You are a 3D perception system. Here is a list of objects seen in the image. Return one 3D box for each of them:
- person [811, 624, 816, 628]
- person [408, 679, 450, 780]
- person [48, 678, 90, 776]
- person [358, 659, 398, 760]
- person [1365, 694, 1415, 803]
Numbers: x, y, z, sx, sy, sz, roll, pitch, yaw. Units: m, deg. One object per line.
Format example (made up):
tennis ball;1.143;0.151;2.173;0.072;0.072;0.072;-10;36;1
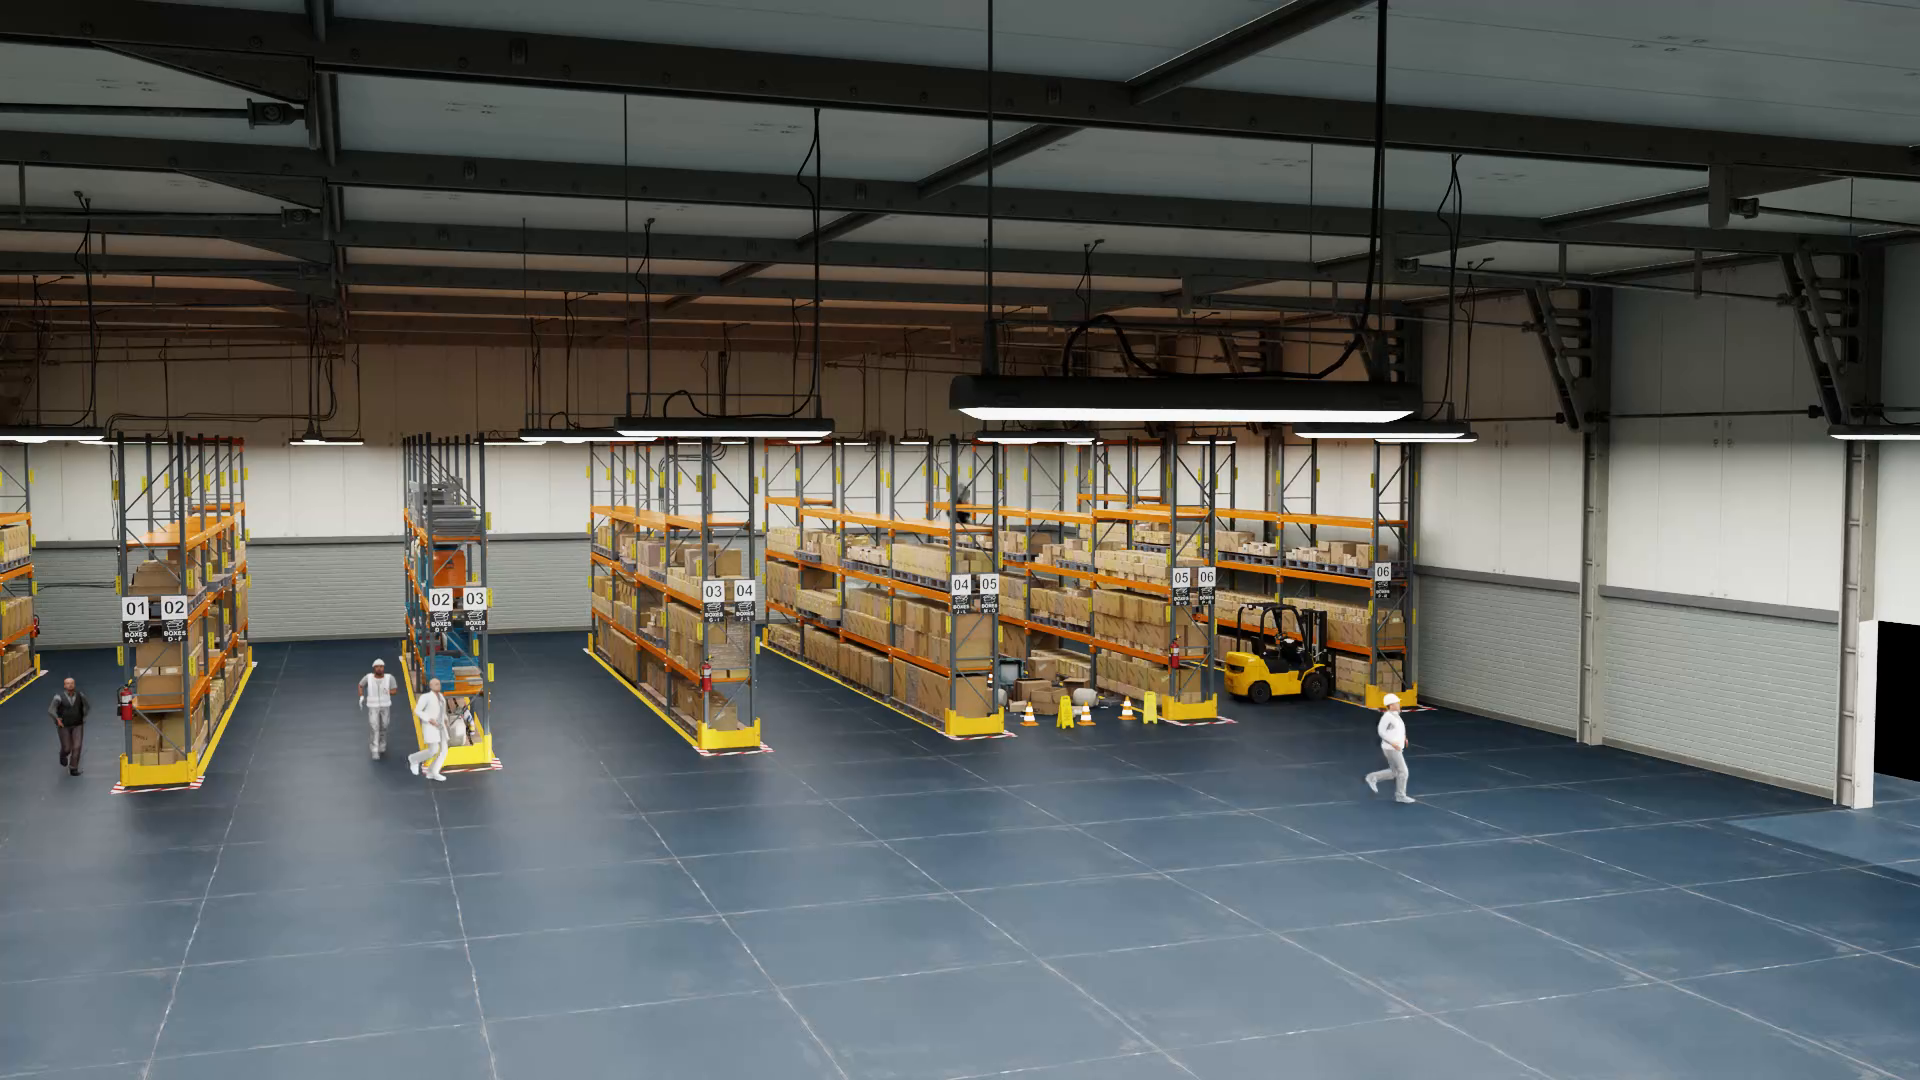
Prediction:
person;-4.360;1.840;49.426;0.684;1.718;0.754;2;4;29
person;-9.152;3.265;28.809;0.692;1.738;0.732;1;3;23
person;-15.575;3.260;29.117;0.675;1.688;0.762;-3;4;-40
person;-10.754;3.125;30.771;0.661;1.847;0.785;-2;4;-27
person;6.949;3.353;26.867;0.813;1.745;0.676;1;3;24
